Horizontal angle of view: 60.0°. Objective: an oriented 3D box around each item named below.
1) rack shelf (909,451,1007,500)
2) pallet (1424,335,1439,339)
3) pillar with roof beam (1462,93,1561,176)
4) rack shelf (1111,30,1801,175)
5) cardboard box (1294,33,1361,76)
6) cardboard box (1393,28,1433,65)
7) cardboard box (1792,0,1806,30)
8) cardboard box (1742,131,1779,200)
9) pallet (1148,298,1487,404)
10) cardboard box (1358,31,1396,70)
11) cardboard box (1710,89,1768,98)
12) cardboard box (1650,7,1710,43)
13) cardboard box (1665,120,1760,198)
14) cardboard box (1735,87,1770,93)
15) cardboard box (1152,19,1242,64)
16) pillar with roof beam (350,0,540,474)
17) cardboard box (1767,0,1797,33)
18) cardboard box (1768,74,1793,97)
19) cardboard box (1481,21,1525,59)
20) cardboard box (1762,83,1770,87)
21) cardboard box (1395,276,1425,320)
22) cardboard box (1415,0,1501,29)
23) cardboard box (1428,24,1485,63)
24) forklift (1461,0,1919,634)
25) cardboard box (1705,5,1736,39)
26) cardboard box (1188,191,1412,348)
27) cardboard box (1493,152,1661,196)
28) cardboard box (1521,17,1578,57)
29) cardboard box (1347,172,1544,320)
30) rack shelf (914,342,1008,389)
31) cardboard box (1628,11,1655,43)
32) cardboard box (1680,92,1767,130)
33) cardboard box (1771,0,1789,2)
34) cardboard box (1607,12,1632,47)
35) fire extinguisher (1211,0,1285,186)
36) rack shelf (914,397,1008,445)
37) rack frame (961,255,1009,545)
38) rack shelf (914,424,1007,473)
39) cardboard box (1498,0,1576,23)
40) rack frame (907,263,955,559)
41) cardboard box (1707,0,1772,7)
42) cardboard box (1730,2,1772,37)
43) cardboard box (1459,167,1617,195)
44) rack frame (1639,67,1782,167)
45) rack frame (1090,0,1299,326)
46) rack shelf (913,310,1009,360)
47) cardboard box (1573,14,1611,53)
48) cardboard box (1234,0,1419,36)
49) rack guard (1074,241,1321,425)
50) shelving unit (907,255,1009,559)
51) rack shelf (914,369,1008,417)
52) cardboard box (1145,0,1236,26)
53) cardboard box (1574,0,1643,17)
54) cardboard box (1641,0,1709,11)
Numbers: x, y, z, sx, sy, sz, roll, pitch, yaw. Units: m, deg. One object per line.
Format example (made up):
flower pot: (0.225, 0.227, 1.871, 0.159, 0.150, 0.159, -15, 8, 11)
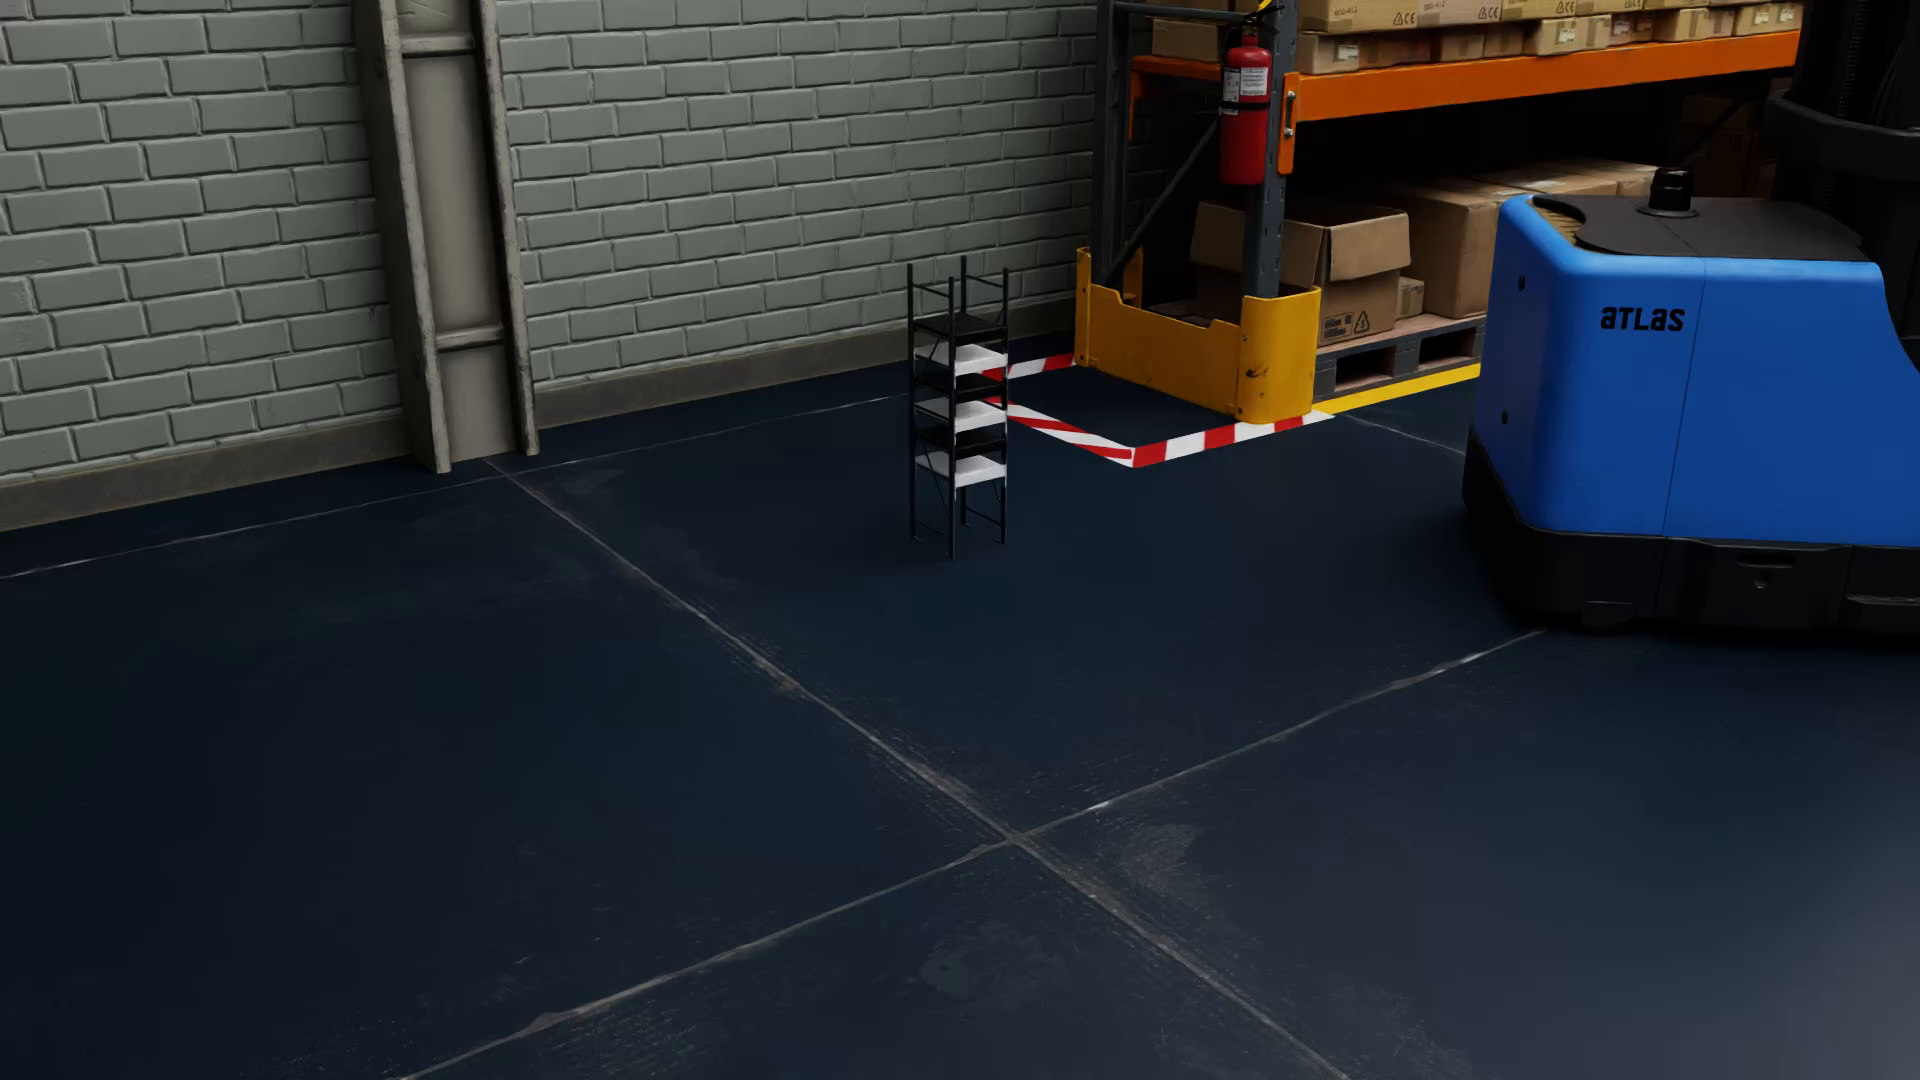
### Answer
rack shelf: (-0.007, -0.218, 5.304, 0.200, 0.077, 0.258, -15, 26, -33)
pallet: (2.597, -1.189, 8.093, 1.213, 0.211, 1.003, -15, 26, -33)
pillar with roof beam: (5.569, -4.510, 4.557, 0.400, 9.000, 9.100, -15, 26, -33)
rack shelf: (2.523, -2.132, 7.662, 4.000, 0.370, 1.077, -15, 26, -33)
cardboard box: (1.326, -1.905, 6.461, 0.250, 0.149, 0.380, -15, 26, -33)
cardboard box: (1.699, -2.041, 6.803, 0.250, 0.149, 0.380, -15, 26, -34)
cardboard box: (4.035, -2.637, 8.296, 0.250, 0.149, 0.380, -15, 26, -32)
cardboard box: (4.670, -1.970, 9.091, 0.500, 0.500, 0.500, -14, 25, -31)
pallet: (1.608, -0.927, 7.435, 1.213, 0.211, 1.003, -15, 26, -33)
cardboard box: (1.506, -1.974, 6.634, 0.250, 0.149, 0.380, -14, 26, -32)
cardboard box: (4.487, -2.459, 9.442, 0.250, 0.149, 0.380, -15, 26, -33)
cardboard box: (3.220, -2.398, 7.698, 0.250, 0.149, 0.380, -15, 26, -34)
cardboard box: (4.372, -2.128, 9.488, 0.500, 0.500, 0.500, -15, 26, -33)
cardboard box: (4.680, -2.514, 9.580, 0.250, 0.149, 0.380, -15, 26, -32)
cardboard box: (1.012, -2.069, 6.872, 0.250, 0.149, 0.380, -15, 26, -33)
pillar with roof beam: (0.699, -3.212, 1.303, 0.400, 9.000, 9.100, -15, 26, -33)
cardboard box: (3.836, -2.574, 8.139, 0.250, 0.149, 0.380, -14, 26, -31)
cardboard box: (4.558, -2.388, 8.863, 0.250, 0.149, 0.380, -15, 26, -34)
cardboard box: (2.152, -2.137, 7.042, 0.250, 0.149, 0.380, -14, 26, -32)
cardboard box: (4.872, -2.577, 9.739, 0.250, 0.149, 0.380, -16, 27, -35)
cardboard box: (1.819, -1.088, 7.355, 0.250, 0.149, 0.380, -16, 27, -35)
cardboard box: (1.834, -2.228, 6.733, 0.500, 0.250, 0.500, -15, 26, -32)
cardboard box: (1.940, -2.077, 6.894, 0.250, 0.149, 0.380, -14, 26, -31)
forklift: (3.132, -1.219, 4.496, 3.031, 2.935, 1.130, 3, 22, 6)
cardboard box: (3.411, -2.462, 7.858, 0.250, 0.149, 0.380, -14, 26, -31)
cardboard box: (1.451, -1.172, 7.089, 0.637, 0.503, 0.797, -16, 27, -35)
cardboard box: (3.011, -1.569, 8.087, 0.500, 0.500, 0.700, -16, 27, -35)
cardboard box: (2.401, -2.169, 7.123, 0.250, 0.149, 0.380, -16, 27, -34)
cardboard box: (2.168, -1.344, 7.523, 0.500, 0.500, 0.700, -14, 26, -31)
rack shelf: (-0.007, -0.552, 5.171, 0.200, 0.077, 0.258, -15, 26, -33)
cardboard box: (2.945, -2.376, 7.642, 0.250, 0.149, 0.380, -14, 26, -32)
cardboard box: (4.277, -2.400, 9.295, 0.250, 0.149, 0.380, -16, 27, -35)
cardboard box: (3.875, -2.784, 8.126, 0.500, 0.250, 0.500, -14, 26, -32)
cardboard box: (2.772, -2.308, 7.473, 0.250, 0.149, 0.380, -15, 26, -33)
fire extinguisher: (1.050, -1.653, 6.099, 0.183, 0.674, 0.296, -15, 26, -33)
rack shelf: (-0.007, -0.385, 5.238, 0.200, 0.077, 0.258, -15, 26, -33)
rack frame: (0.076, -0.438, 5.280, 0.006, 0.900, 0.240, -15, 26, -33)
rack shelf: (-0.007, -0.302, 5.271, 0.200, 0.077, 0.258, -15, 26, -33)
cardboard box: (2.244, -2.338, 7.010, 0.500, 0.250, 0.500, -16, 26, -34)
rack frame: (-0.089, -0.394, 5.170, 0.006, 0.900, 0.240, -15, 26, -33)
cardboard box: (3.477, -2.671, 7.843, 0.500, 0.250, 0.500, -15, 26, -33)
cardboard box: (3.640, -2.511, 7.979, 0.250, 0.149, 0.380, -14, 26, -31)
cardboard box: (2.655, -1.428, 7.735, 0.500, 0.500, 0.500, -14, 26, -32)
rack frame: (4.146, -2.899, 8.613, 0.127, 3.000, 1.000, -15, 26, -33)
rack frame: (0.899, -2.033, 6.443, 0.127, 3.000, 1.000, -15, 26, -33)
rack shelf: (-0.007, -0.636, 5.137, 0.200, 0.077, 0.258, -15, 26, -33)
cardboard box: (2.603, -2.232, 7.281, 0.250, 0.149, 0.380, -14, 26, -32)
cardboard box: (1.425, -2.118, 6.459, 0.500, 0.250, 0.500, -15, 26, -33)
rack guard: (0.961, -0.888, 6.948, 0.348, 0.500, 1.175, -15, 26, -33)
shelving unit: (-0.007, -0.416, 5.225, 0.210, 0.900, 0.258, -15, 26, -33)
rack shelf: (-0.007, -0.469, 5.204, 0.200, 0.077, 0.258, -15, 26, -33)
cardboard box: (1.118, -2.281, 6.866, 0.500, 0.250, 0.500, -14, 26, -31)
cardboard box: (2.646, -2.455, 7.304, 0.500, 0.250, 0.500, -16, 27, -34)
cardboard box: (3.065, -2.567, 7.582, 0.500, 0.250, 0.500, -15, 26, -33)
